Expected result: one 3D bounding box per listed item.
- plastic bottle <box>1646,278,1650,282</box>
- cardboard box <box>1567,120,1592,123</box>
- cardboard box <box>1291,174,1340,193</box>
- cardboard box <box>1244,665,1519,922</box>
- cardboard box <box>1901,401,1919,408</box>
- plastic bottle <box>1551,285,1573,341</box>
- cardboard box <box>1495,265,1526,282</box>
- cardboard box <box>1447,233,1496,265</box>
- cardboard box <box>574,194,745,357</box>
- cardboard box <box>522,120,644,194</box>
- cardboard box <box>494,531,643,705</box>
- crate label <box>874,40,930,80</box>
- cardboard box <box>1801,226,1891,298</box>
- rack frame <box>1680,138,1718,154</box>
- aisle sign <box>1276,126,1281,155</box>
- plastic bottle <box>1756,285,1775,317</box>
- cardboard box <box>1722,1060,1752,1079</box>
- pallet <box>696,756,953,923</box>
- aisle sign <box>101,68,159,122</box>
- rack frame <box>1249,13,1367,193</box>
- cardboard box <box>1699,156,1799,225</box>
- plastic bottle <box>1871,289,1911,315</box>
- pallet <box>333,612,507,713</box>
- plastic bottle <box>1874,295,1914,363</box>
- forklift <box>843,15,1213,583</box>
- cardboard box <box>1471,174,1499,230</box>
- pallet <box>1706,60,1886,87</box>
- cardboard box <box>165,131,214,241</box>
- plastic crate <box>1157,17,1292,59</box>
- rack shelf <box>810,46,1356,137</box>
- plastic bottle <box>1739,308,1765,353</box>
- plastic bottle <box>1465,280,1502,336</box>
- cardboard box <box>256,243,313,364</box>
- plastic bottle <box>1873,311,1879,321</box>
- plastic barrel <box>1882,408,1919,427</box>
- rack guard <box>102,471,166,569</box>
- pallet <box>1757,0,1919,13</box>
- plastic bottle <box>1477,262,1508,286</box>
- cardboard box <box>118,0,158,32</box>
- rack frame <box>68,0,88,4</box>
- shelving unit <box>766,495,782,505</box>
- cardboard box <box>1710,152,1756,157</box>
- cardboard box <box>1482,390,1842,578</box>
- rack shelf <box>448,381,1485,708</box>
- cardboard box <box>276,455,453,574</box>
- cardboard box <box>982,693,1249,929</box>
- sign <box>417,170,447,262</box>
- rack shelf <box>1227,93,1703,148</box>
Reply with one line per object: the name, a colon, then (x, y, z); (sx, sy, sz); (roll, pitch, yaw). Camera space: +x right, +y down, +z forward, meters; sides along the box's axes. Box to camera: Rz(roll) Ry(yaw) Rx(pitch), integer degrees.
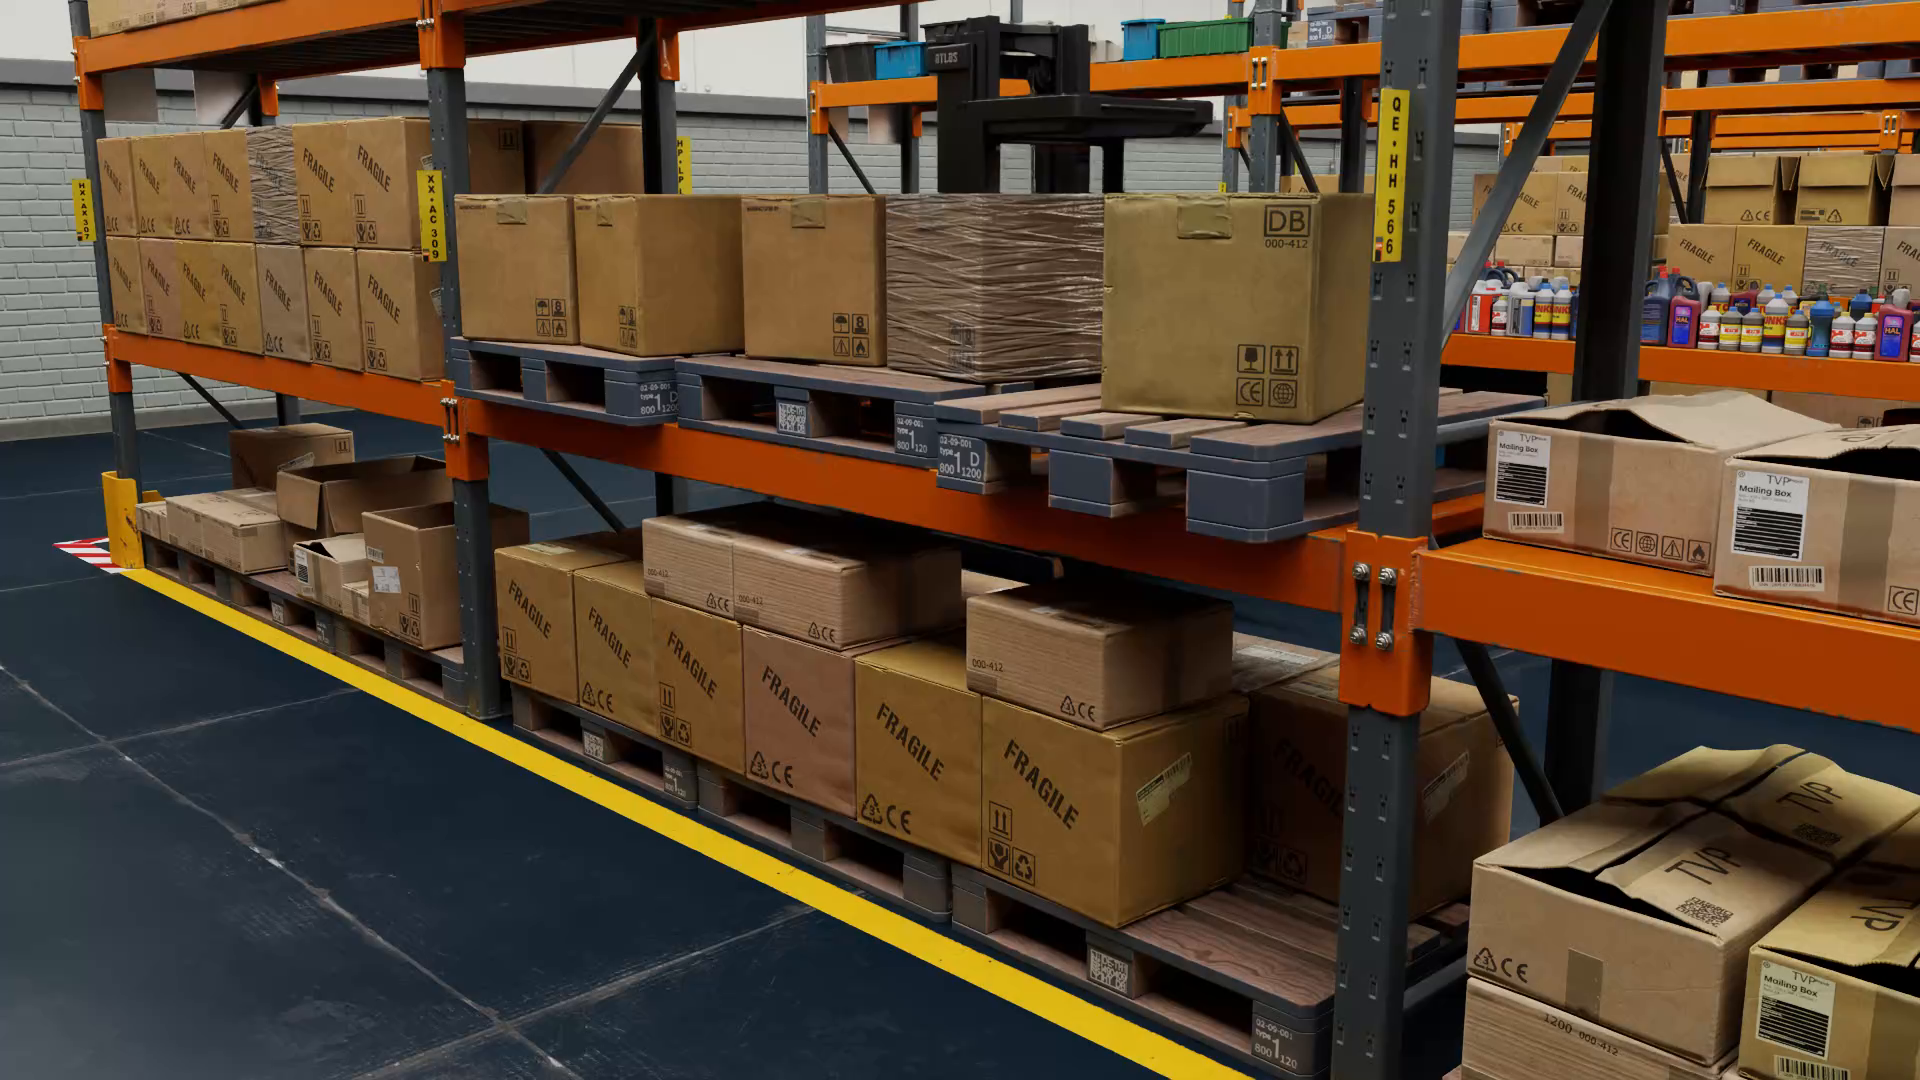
plastic bottle: (3.598, -1.249, 8.827); (0.061, 0.283, 0.133); (-11, 16, -43)
cardboard box: (7.009, -4.693, 18.197); (0.500, 0.250, 0.500); (-10, 15, -41)
cardboard box: (3.347, -3.059, 15.101); (0.500, 0.500, 0.500); (11, 16, 44)
cardboard box: (1.115, 0.650, 4.427); (0.500, 0.500, 0.500); (-10, 15, -40)
cardboard box: (7.319, -1.032, 11.713); (1.225, 0.875, 0.875); (-11, 16, -42)
plastic bottle: (3.017, -1.138, 8.322); (0.097, 0.271, 0.097); (0, 12, 0)
cardboard box: (4.648, -2.205, 13.801); (0.380, 0.149, 0.250); (-11, 16, -42)
cardboard box: (4.422, -2.466, 14.081); (0.500, 0.250, 0.500); (-10, 16, -41)
cardboard box: (-0.853, -0.899, 5.553); (0.700, 0.500, 0.500); (-8, 14, -34)
cardboard box: (-1.661, -1.483, 6.950); (0.500, 0.500, 0.500); (-10, 16, -41)
cardboard box: (-1.381, 0.277, 6.237); (0.500, 0.500, 0.500); (11, 16, 43)
crate label: (-0.313, -3.326, 11.558); (0.408, 0.251, 0.502); (-11, 16, -43)
cardboard box: (6.458, -2.017, 12.019); (0.500, 0.500, 0.500); (11, 16, 44)
rack frame: (10.033, -4.181, 22.771); (1.000, 3.000, 0.127); (-11, 16, -43)
aisle sign: (3.033, -4.126, 16.060); (0.394, 0.787, 0.004); (-11, 16, -43)
plastic bottle: (4.045, -1.143, 8.345); (0.097, 0.271, 0.097); (0, 12, 0)
cardboard box: (1.720, 1.079, 3.013); (0.500, 0.250, 0.500); (11, 16, 44)
pallet: (-0.103, 0.821, 5.403); (1.003, 0.211, 1.213); (-11, 16, -43)
aisle sign: (-4.561, -2.662, 8.958); (0.394, 0.787, 0.004); (-11, 16, -43)
rack frame: (2.046, -1.526, 9.885); (1.000, 3.000, 0.127); (-11, 16, -43)
cardboard box: (6.075, -2.664, 12.676); (0.637, 0.503, 0.797); (11, 16, 44)
plastic bottle: (4.424, -1.057, 7.917); (0.152, 0.276, 0.135); (-11, 16, -43)
pallet: (-2.013, 0.429, 7.305); (1.003, 0.211, 1.213); (-11, 16, -43)
plastic bottle: (4.061, -0.918, 7.224); (0.061, 0.283, 0.133); (-11, 16, -43)
forklift: (0.651, -1.306, 8.986); (1.130, 2.935, 3.031); (-10, 15, -41)
cardboard box: (4.785, -2.909, 14.376); (0.500, 0.500, 0.500); (11, 16, 43)
pallet: (6.297, -3.465, 12.335); (1.217, 0.209, 0.805); (11, 16, 43)
cardboard box: (-3.477, -1.708, 8.044); (0.500, 0.500, 0.500); (-11, 16, -42)
plastic crate: (1.535, -2.911, 9.699); (0.450, 0.188, 0.662); (-11, 16, -43)
rack shelf: (0.665, -2.935, 11.071); (1.077, 0.370, 4.000); (-11, 16, -43)
plastic bottle: (3.658, -0.969, 7.671); (0.097, 0.201, 0.097); (0, 12, 0)
plastic bottle: (2.729, -1.209, 8.656); (0.152, 0.276, 0.135); (-11, 16, -43)
cardboard box: (-2.783, -1.072, 7.434); (0.500, 0.500, 0.500); (-10, 16, -41)
plastic bottle: (4.346, -1.001, 7.826); (0.097, 0.201, 0.097); (0, 12, 0)
plastic barrel: (4.458, -0.154, 7.563); (0.600, 0.830, 0.708); (-11, 16, -43)
rack guard: (-4.249, -0.185, 9.569); (1.175, 0.500, 0.348); (-11, 16, -43)
pallet: (4.351, -2.444, 7.375); (1.003, 0.211, 1.213); (-11, 16, -43)
plastic bottle: (2.941, -1.366, 9.231); (0.144, 0.351, 0.185); (-11, 16, -43)
cardboard box: (-3.795, -2.631, 8.184); (0.500, 0.250, 0.500); (-11, 16, -43)
rack frame: (-4.302, -4.358, 8.765); (1.000, 3.000, 0.127); (-11, 16, -43)
shelving unit: (-0.747, -0.725, 10.642); (0.538, 1.125, 1.048); (-10, 15, -41)
cardboard box: (8.061, -3.759, 17.262); (0.500, 0.500, 0.500); (-10, 16, -41)
cardboard box: (1.443, -0.150, 3.425); (0.500, 0.311, 0.500); (-10, 15, -39)
rack shelf: (-0.158, -0.192, 5.193); (1.077, 0.370, 4.000); (-11, 16, -43)
cardboard box: (-2.840, -0.103, 8.072); (0.797, 0.503, 0.637); (-11, 16, -43)
cardboard box: (0.407, 0.653, 4.415); (0.500, 0.500, 0.500); (-10, 15, -40)
sign: (-1.926, -1.184, 6.077); (0.100, 0.325, 0.005); (-11, 16, -43)
rack shelf: (4.247, -3.625, 14.421); (1.077, 0.370, 4.000); (-11, 16, -43)
